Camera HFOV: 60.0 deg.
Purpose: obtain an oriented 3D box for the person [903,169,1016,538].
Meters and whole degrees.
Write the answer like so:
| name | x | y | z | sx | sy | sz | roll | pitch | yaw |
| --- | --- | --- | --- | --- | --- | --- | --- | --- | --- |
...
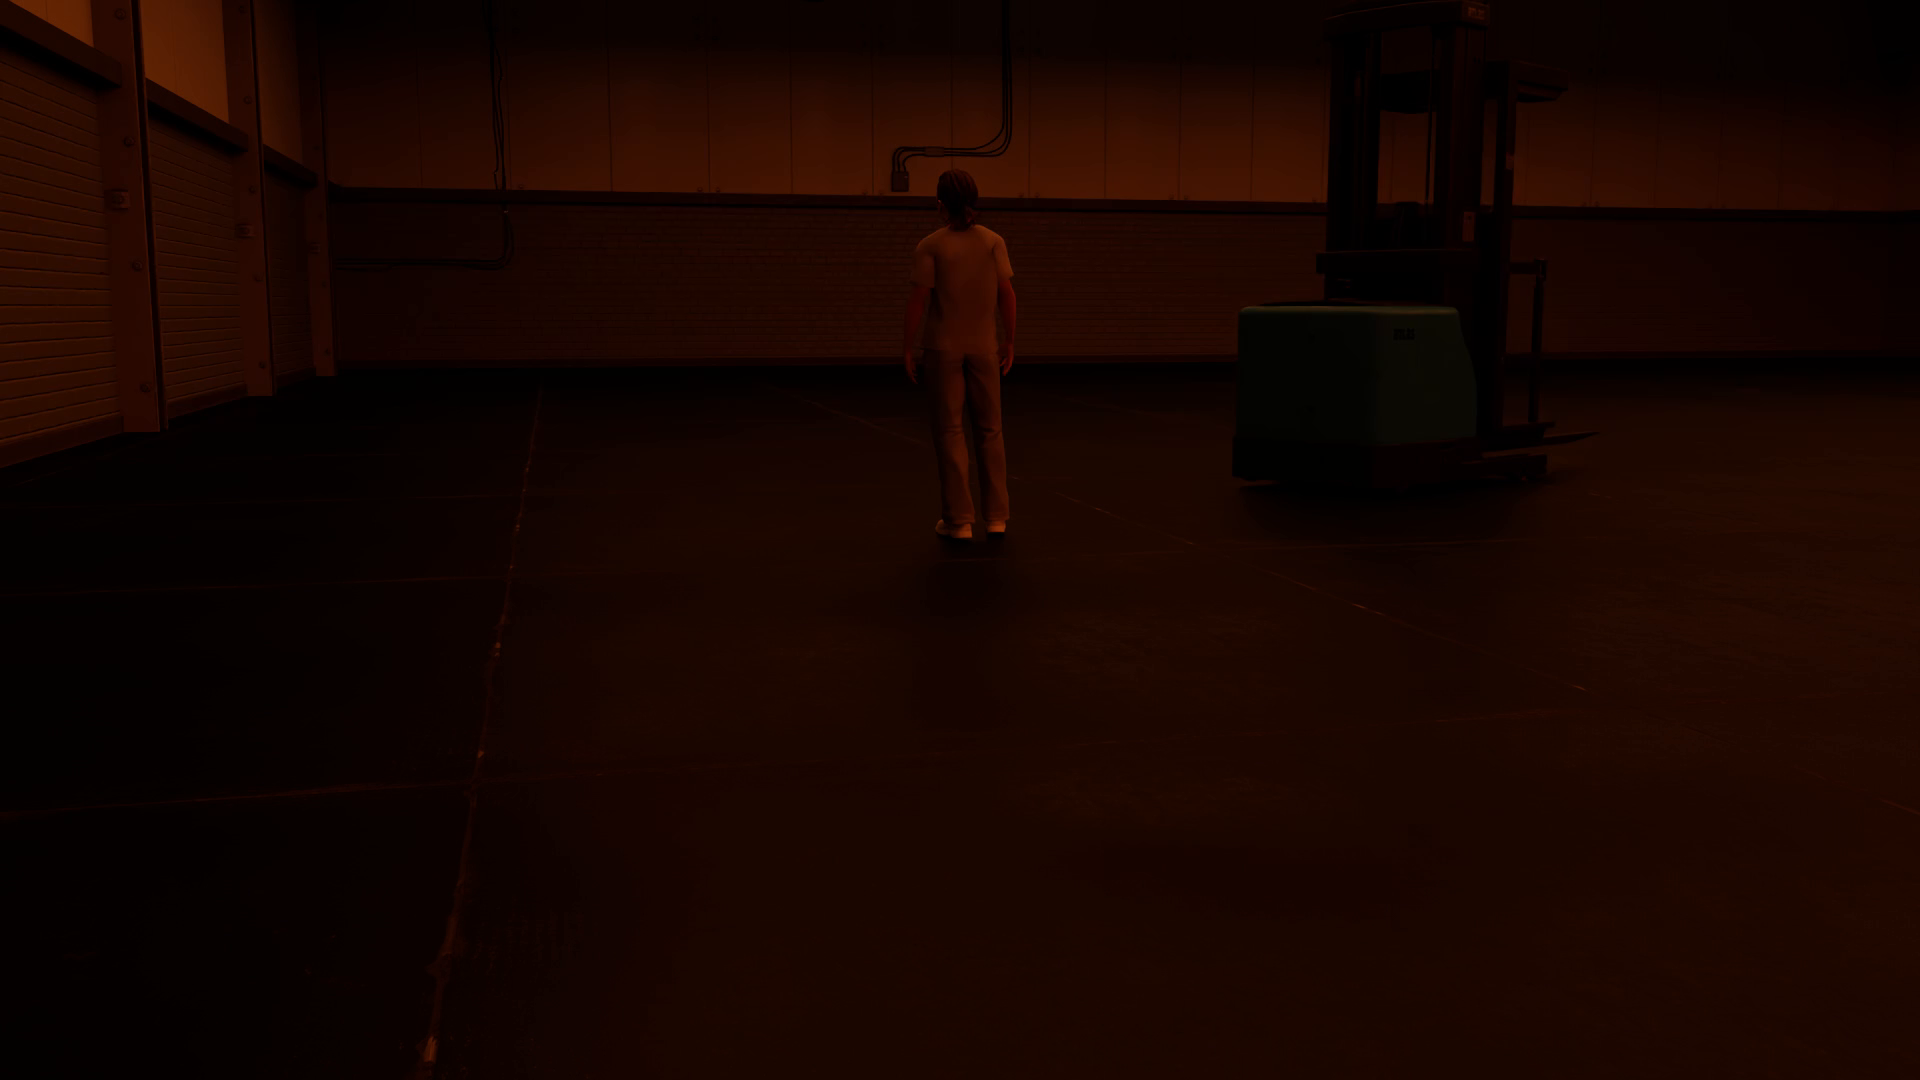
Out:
| name | x | y | z | sx | sy | sz | roll | pitch | yaw |
| --- | --- | --- | --- | --- | --- | --- | --- | --- | --- |
| person | -0.004 | -0.848 | 7.664 | 0.549 | 1.675 | 0.549 | -2 | 8 | -13 |

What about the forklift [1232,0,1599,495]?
| name | x | y | z | sx | sy | sz | roll | pitch | yaw |
| --- | --- | --- | --- | --- | --- | --- | --- | --- | --- |
| forklift | 3.036 | -1.854 | 10.379 | 3.031 | 2.935 | 1.130 | -8 | 11 | -43 |
